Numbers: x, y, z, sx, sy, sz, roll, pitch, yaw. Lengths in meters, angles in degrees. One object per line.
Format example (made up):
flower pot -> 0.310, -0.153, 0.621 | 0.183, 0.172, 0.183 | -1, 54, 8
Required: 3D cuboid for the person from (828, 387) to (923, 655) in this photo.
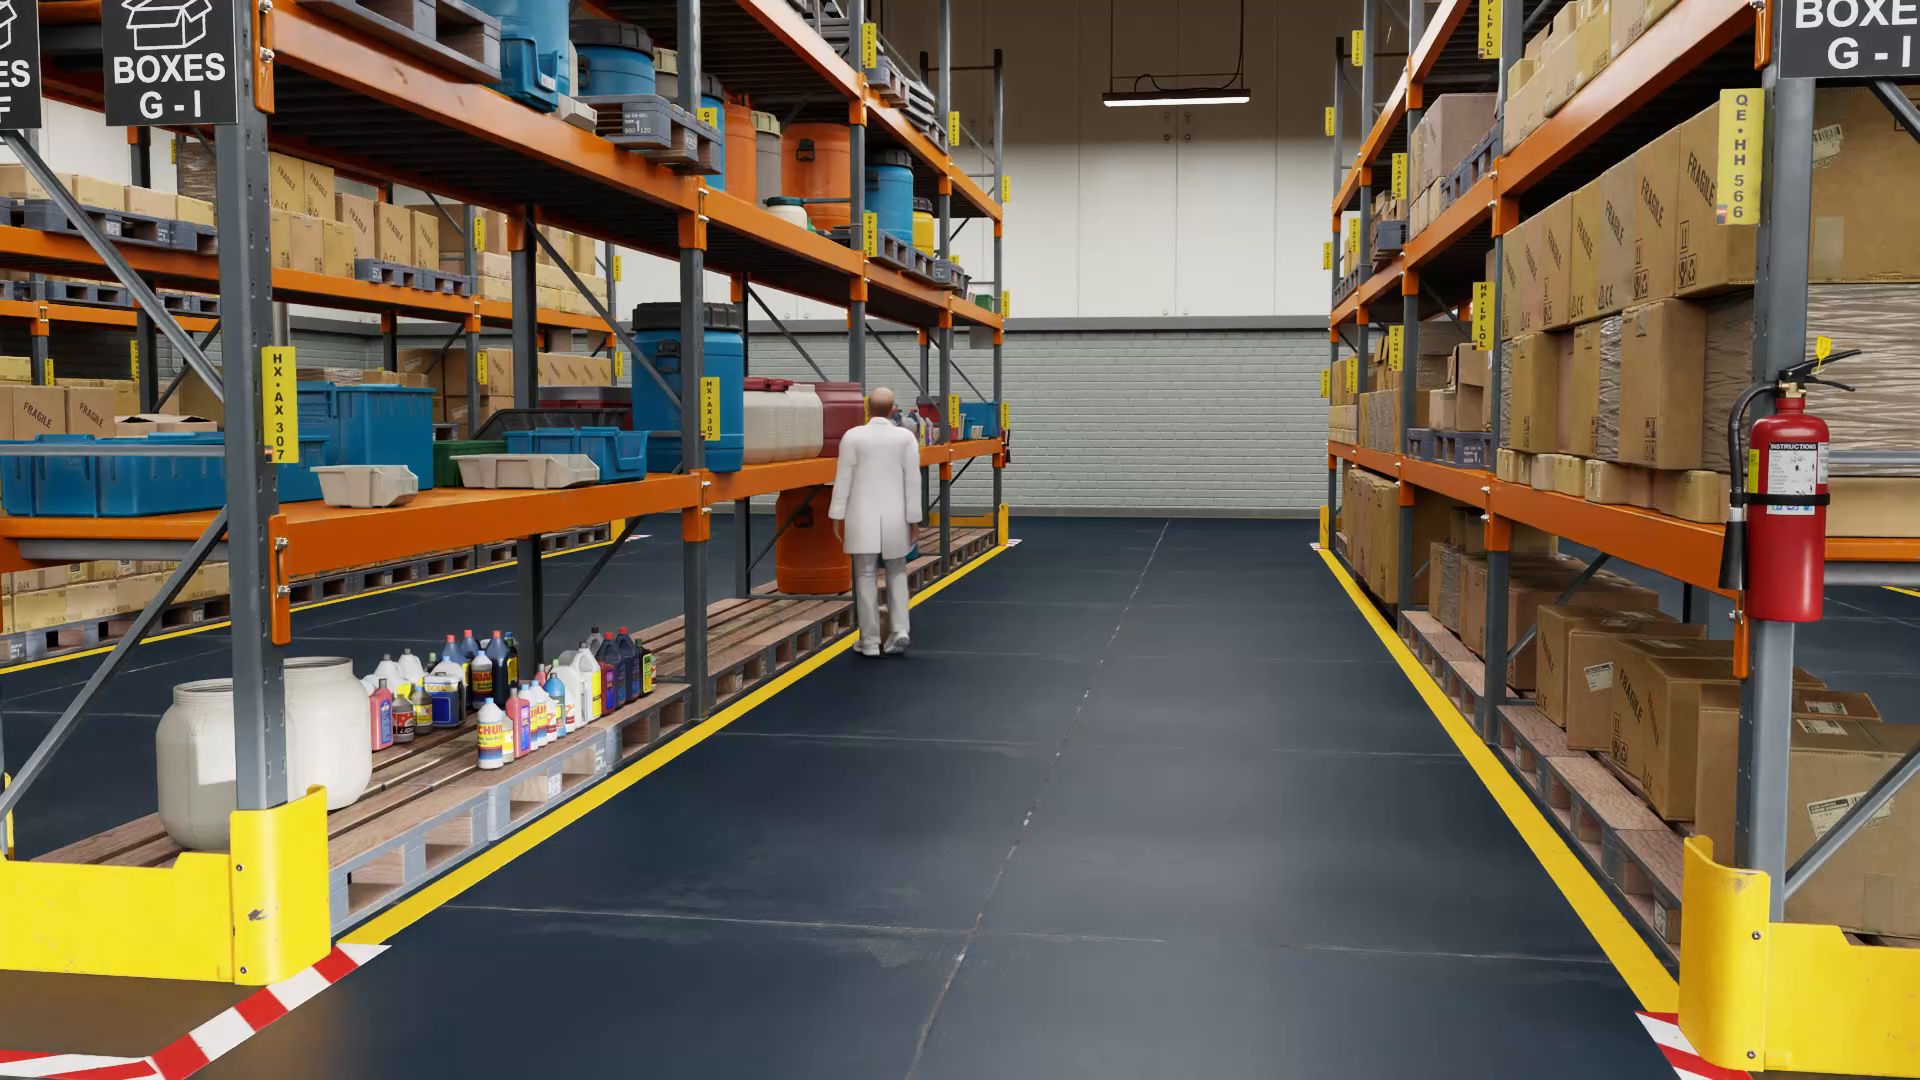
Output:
person -> -0.578, -0.098, 11.146 | 0.626, 1.842, 0.429 | -1, 4, -11
